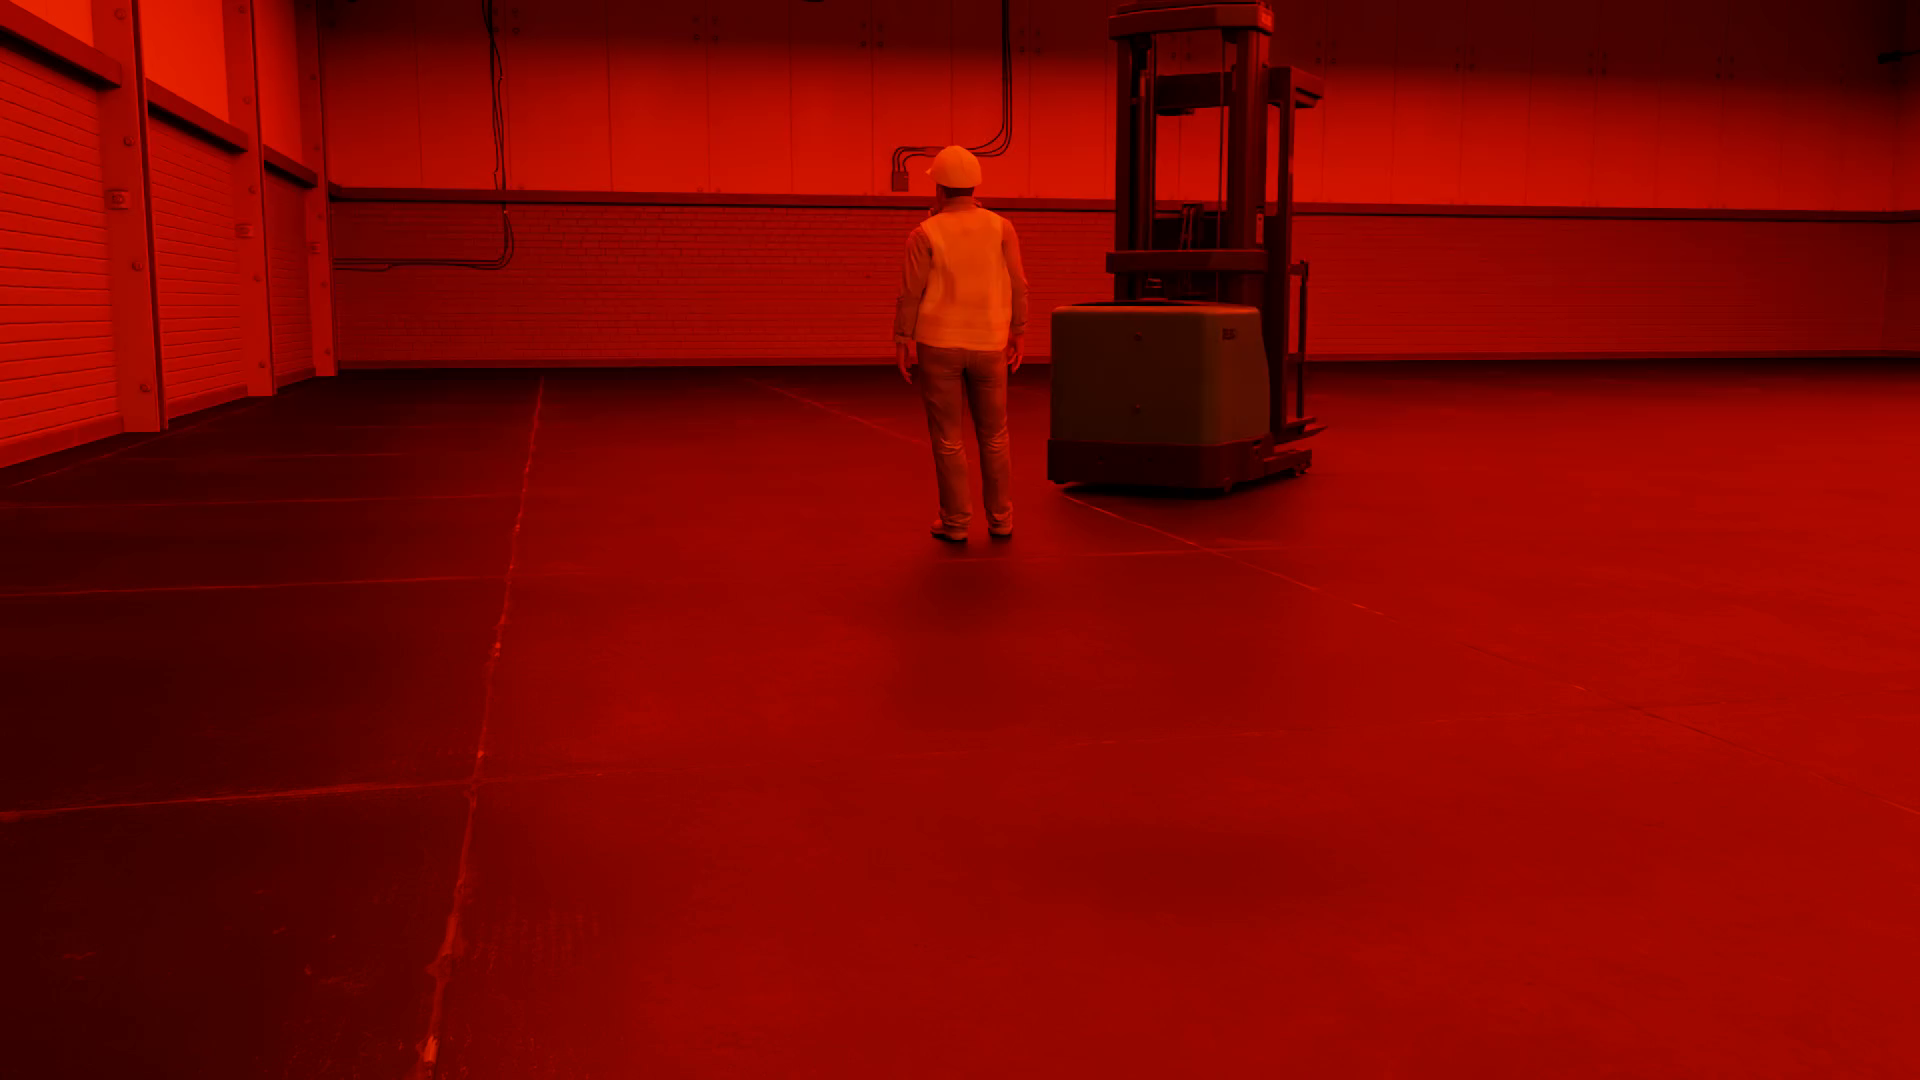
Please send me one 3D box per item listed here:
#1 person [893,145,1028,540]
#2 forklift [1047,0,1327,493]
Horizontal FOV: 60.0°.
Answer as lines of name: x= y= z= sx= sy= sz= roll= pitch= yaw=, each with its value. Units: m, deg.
person: x=-0.006 y=-0.895 z=7.645 sx=0.632 sy=1.773 sz=0.568 roll=-2 pitch=8 yaw=-13
forklift: x=1.635 y=-1.881 z=10.569 sx=1.130 sy=2.935 sz=3.031 roll=4 pitch=9 yaw=27
